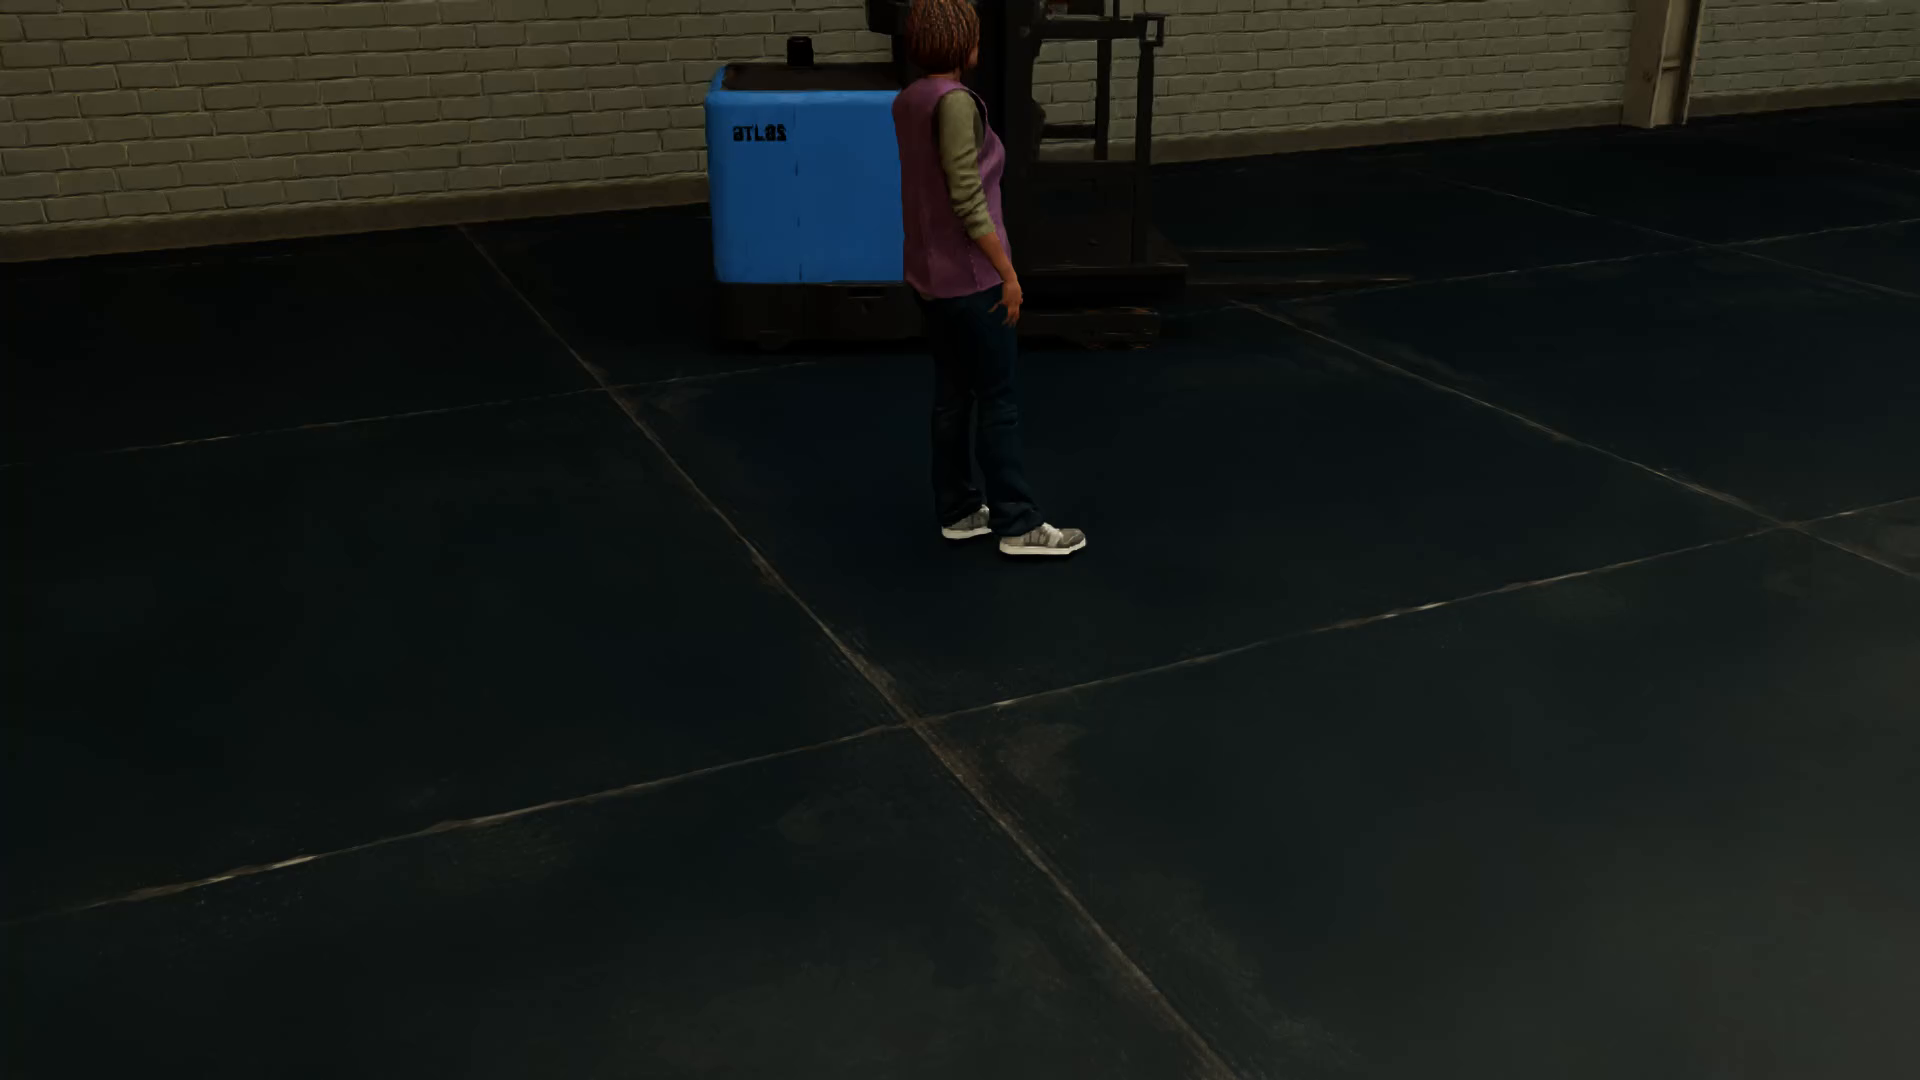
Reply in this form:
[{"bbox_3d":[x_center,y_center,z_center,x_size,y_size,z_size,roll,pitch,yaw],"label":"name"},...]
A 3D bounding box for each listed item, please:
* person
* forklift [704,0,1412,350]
[{"bbox_3d":[0.073,-0.751,4.815,0.474,1.597,0.520,-10,25,-23],"label":"person"},{"bbox_3d":[0.438,-2.362,6.972,3.031,2.935,1.130,-2,23,-5],"label":"forklift"}]
